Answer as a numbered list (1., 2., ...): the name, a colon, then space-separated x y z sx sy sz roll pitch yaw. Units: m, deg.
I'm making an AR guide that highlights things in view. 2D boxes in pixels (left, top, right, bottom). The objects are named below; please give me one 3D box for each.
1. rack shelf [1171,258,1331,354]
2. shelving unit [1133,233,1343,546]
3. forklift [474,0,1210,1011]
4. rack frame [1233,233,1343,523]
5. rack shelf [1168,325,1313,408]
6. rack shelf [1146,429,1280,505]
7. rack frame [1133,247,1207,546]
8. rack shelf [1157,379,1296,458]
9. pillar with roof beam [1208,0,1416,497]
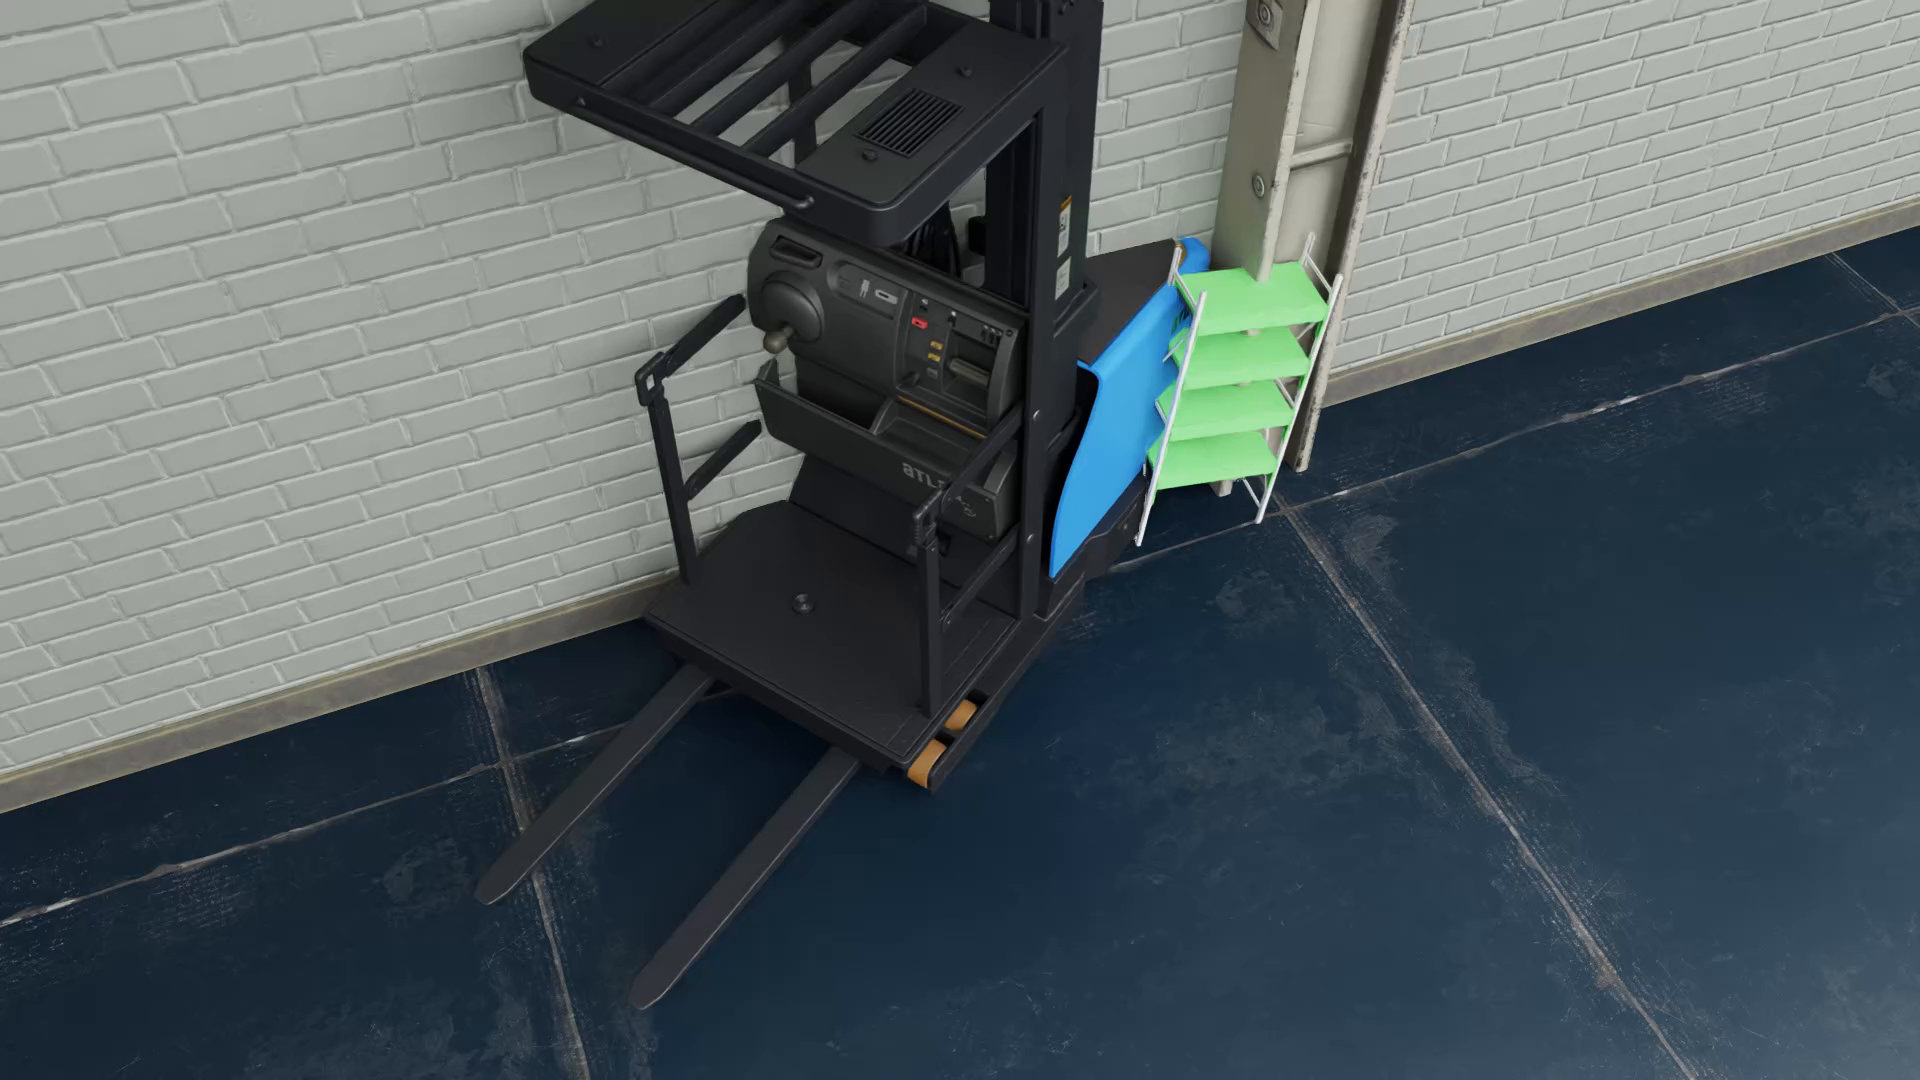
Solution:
1. rack shelf: 0.964 -0.788 5.593 0.480 0.148 0.258 -9 49 -15
2. shelving unit: 0.924 -0.506 5.896 0.503 1.200 0.258 -9 49 -15
3. forklift: -0.357 -0.548 4.789 1.130 2.935 3.031 27 54 21
4. rack frame: 1.156 -0.542 5.961 0.015 1.200 0.240 -9 49 -15
5. rack shelf: 0.941 -0.626 5.768 0.480 0.148 0.258 -9 49 -15
6. rack shelf: 0.894 -0.300 6.118 0.480 0.148 0.258 -9 49 -15
7. rack frame: 0.691 -0.471 5.832 0.015 1.200 0.240 -9 49 -15
8. rack shelf: 0.917 -0.463 5.943 0.480 0.148 0.258 -9 49 -15
9. pillar with roof beam: 2.747 -0.238 0.523 0.400 9.000 9.100 -17 52 -14
